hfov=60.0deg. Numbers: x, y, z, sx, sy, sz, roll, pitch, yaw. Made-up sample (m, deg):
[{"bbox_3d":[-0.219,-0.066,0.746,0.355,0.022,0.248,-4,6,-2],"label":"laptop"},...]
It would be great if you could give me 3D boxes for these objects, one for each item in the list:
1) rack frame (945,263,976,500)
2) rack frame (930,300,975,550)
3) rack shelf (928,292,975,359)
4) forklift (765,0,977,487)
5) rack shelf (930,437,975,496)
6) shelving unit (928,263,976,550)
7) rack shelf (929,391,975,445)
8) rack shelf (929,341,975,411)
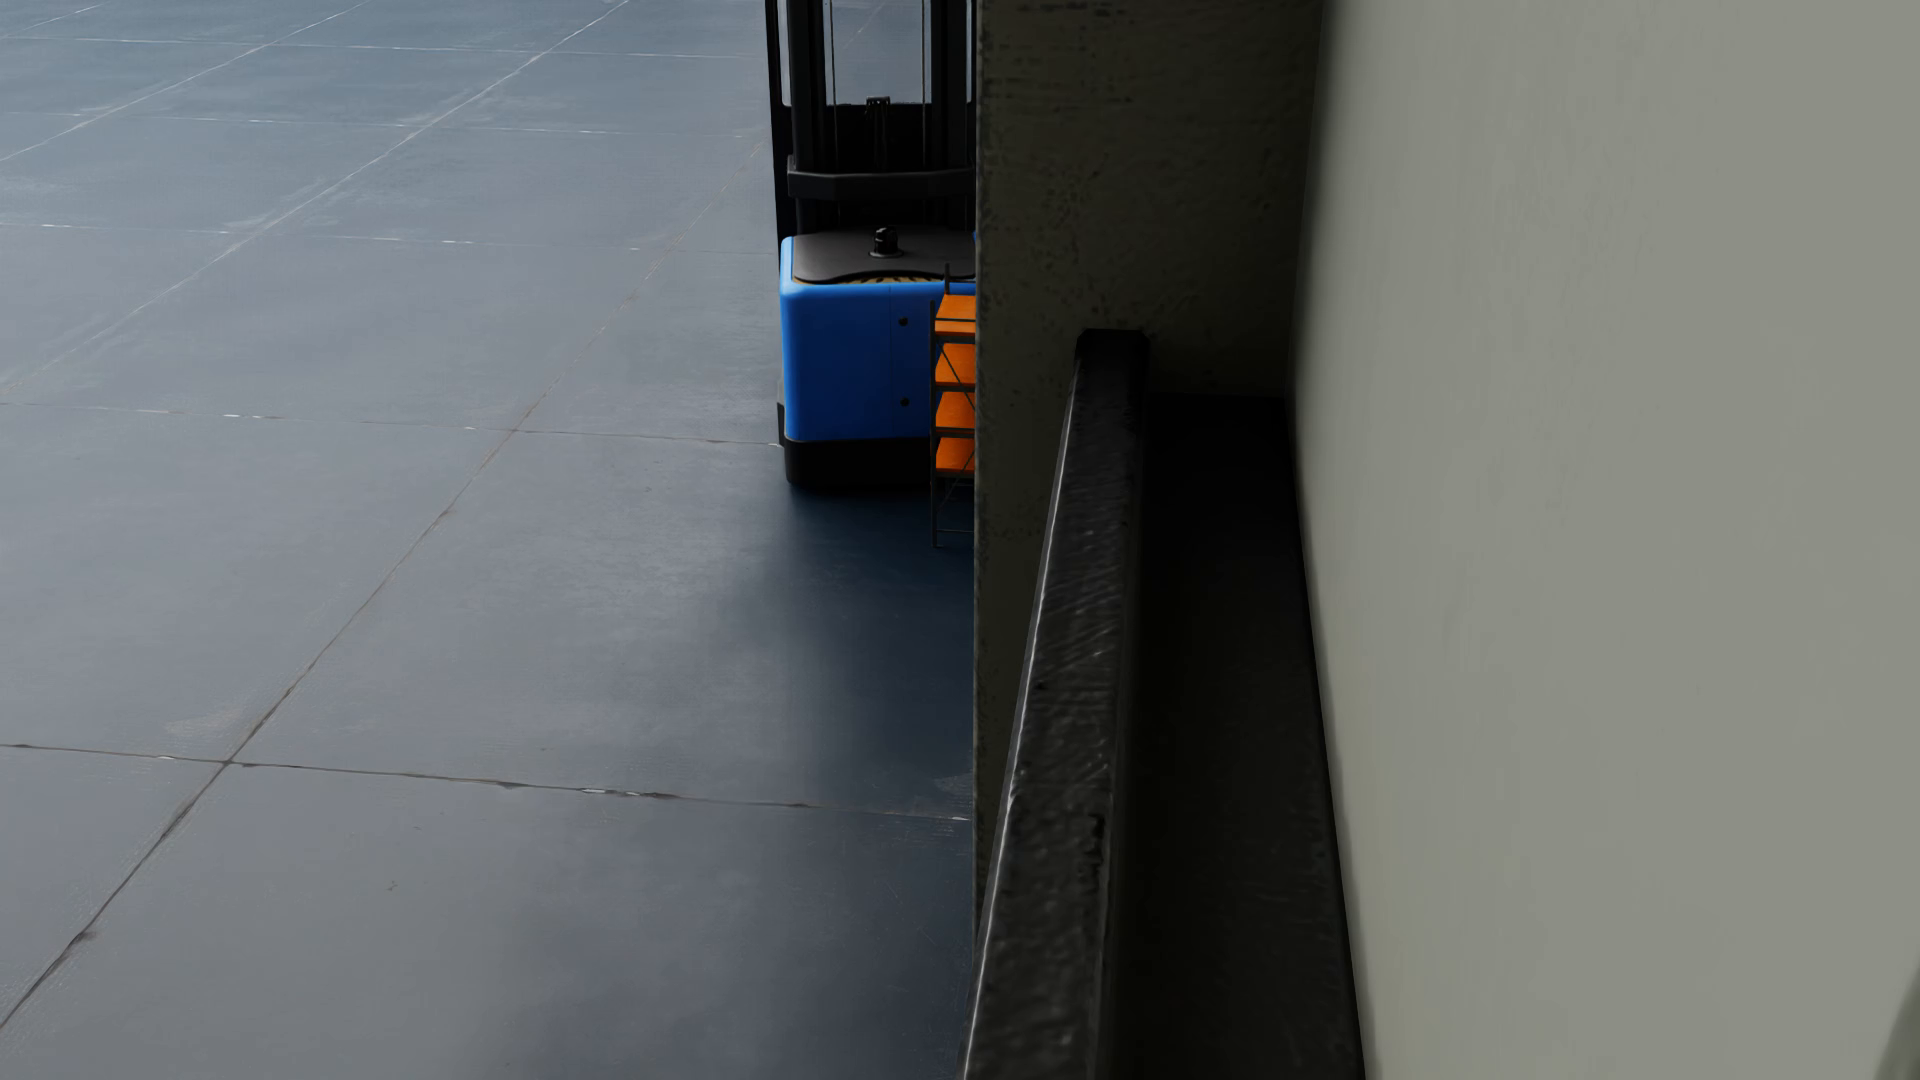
[{"bbox_3d":[0.050,-0.721,7.823,0.240,1.200,0.015,3,28,6],"label":"rack frame"},{"bbox_3d":[-0.010,-0.491,7.397,0.240,1.200,0.015,3,28,6],"label":"rack frame"},{"bbox_3d":[0.020,-0.952,7.424,0.258,0.148,0.480,3,28,6],"label":"rack shelf"},{"bbox_3d":[-0.445,-2.218,8.777,1.130,2.935,3.031,-2,28,-4],"label":"forklift"},{"bbox_3d":[0.020,-0.372,7.736,0.258,0.148,0.480,3,28,6],"label":"rack shelf"},{"bbox_3d":[0.020,-0.606,7.610,0.258,1.200,0.503,3,28,6],"label":"shelving unit"},{"bbox_3d":[0.020,-0.547,7.642,0.258,0.148,0.480,3,28,6],"label":"rack shelf"},{"bbox_3d":[0.020,-0.744,7.536,0.258,0.148,0.480,3,28,6],"label":"rack shelf"}]
